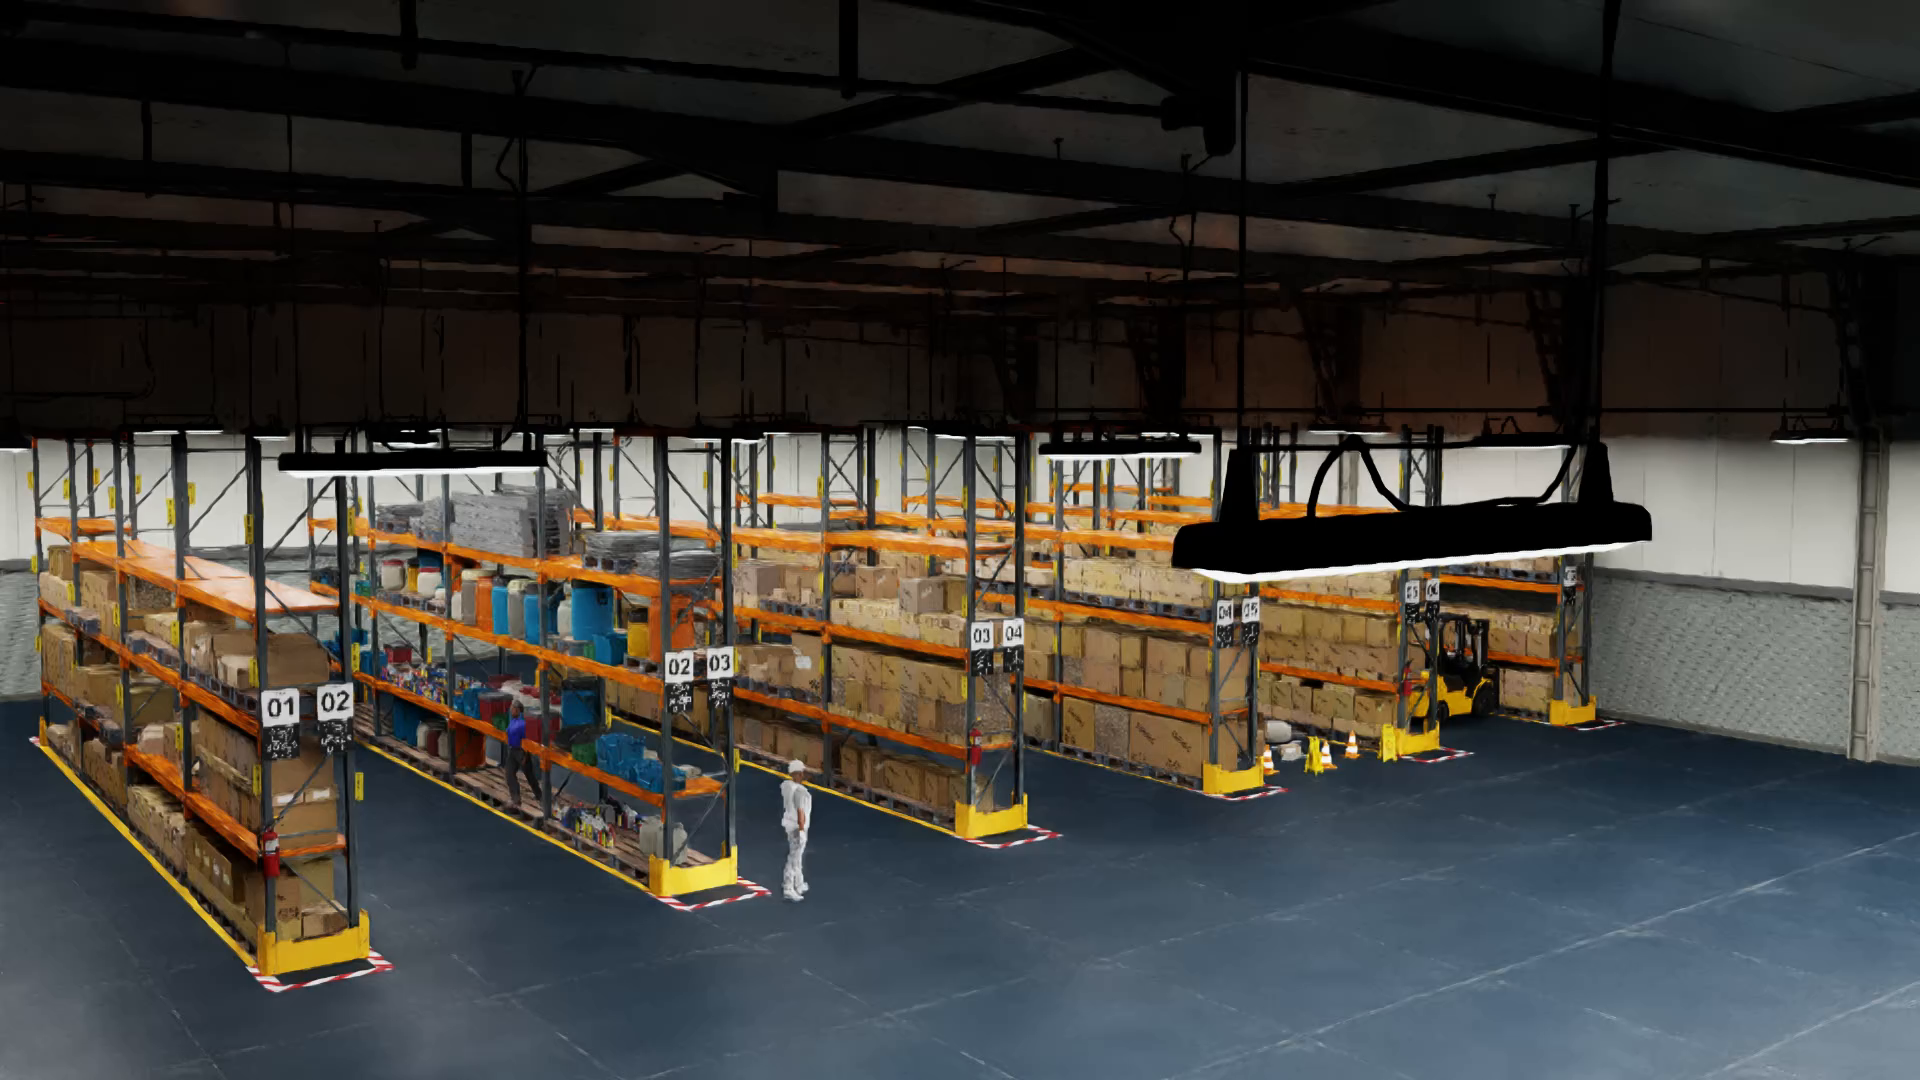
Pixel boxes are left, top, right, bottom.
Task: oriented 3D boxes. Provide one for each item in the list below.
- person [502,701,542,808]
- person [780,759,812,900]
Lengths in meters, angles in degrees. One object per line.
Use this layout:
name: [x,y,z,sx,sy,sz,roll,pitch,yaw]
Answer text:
person: [-6.743,3.296,25.637,0.626,1.642,0.557,4,6,39]
person: [-2.127,3.745,21.630,0.491,1.788,0.695,-2,5,-25]
